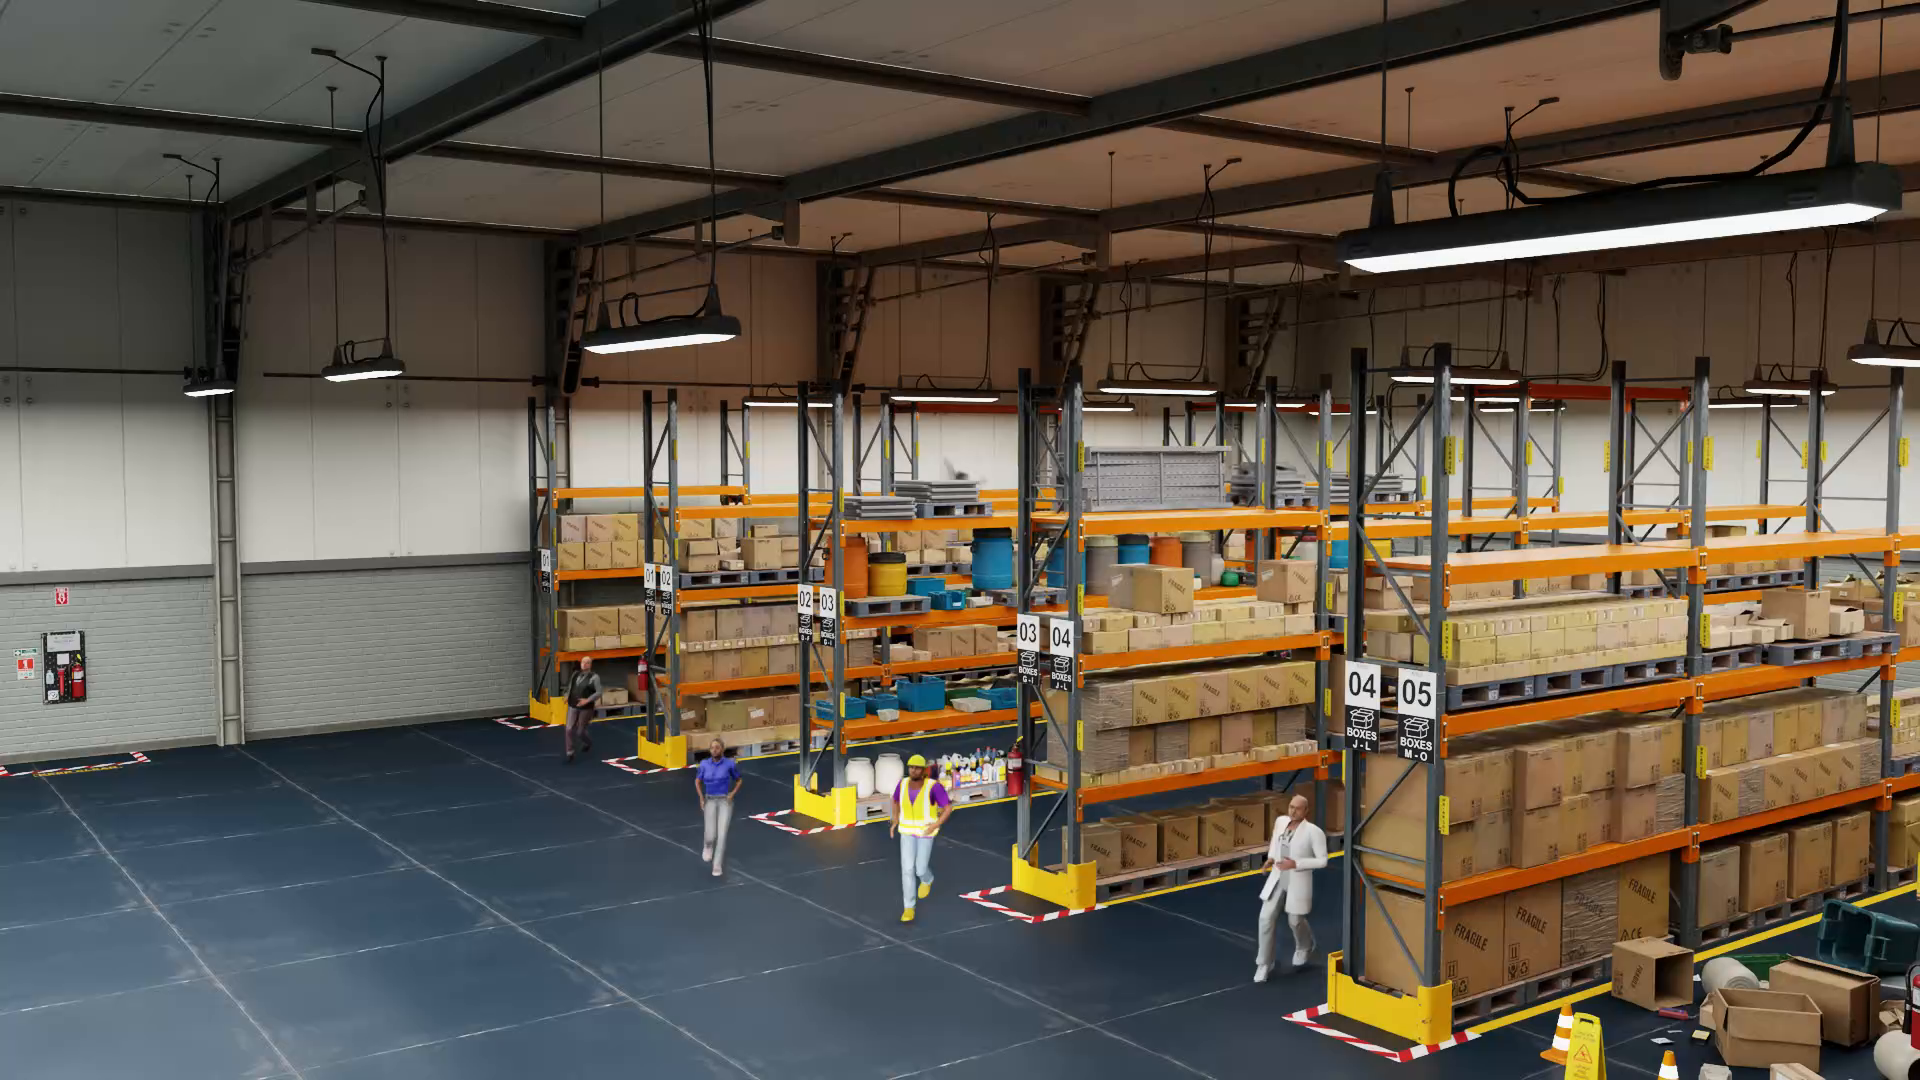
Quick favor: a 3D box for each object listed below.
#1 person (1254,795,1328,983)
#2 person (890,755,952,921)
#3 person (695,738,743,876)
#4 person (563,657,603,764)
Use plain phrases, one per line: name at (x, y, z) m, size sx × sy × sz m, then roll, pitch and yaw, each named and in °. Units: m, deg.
person at (3.251, 3.406, 16.061) m, size 0.720 × 1.745 × 0.911 m, roll 3°, pitch 5°, yaw 41°
person at (-0.434, 3.202, 18.146) m, size 0.699 × 1.747 × 0.895 m, roll 1°, pitch 3°, yaw 14°
person at (-2.894, 3.186, 19.975) m, size 0.572 × 1.628 × 0.597 m, roll 0°, pitch 3°, yaw -5°
person at (-6.091, 2.734, 26.955) m, size 0.685 × 1.706 × 0.784 m, roll 1°, pitch 3°, yaw 15°
